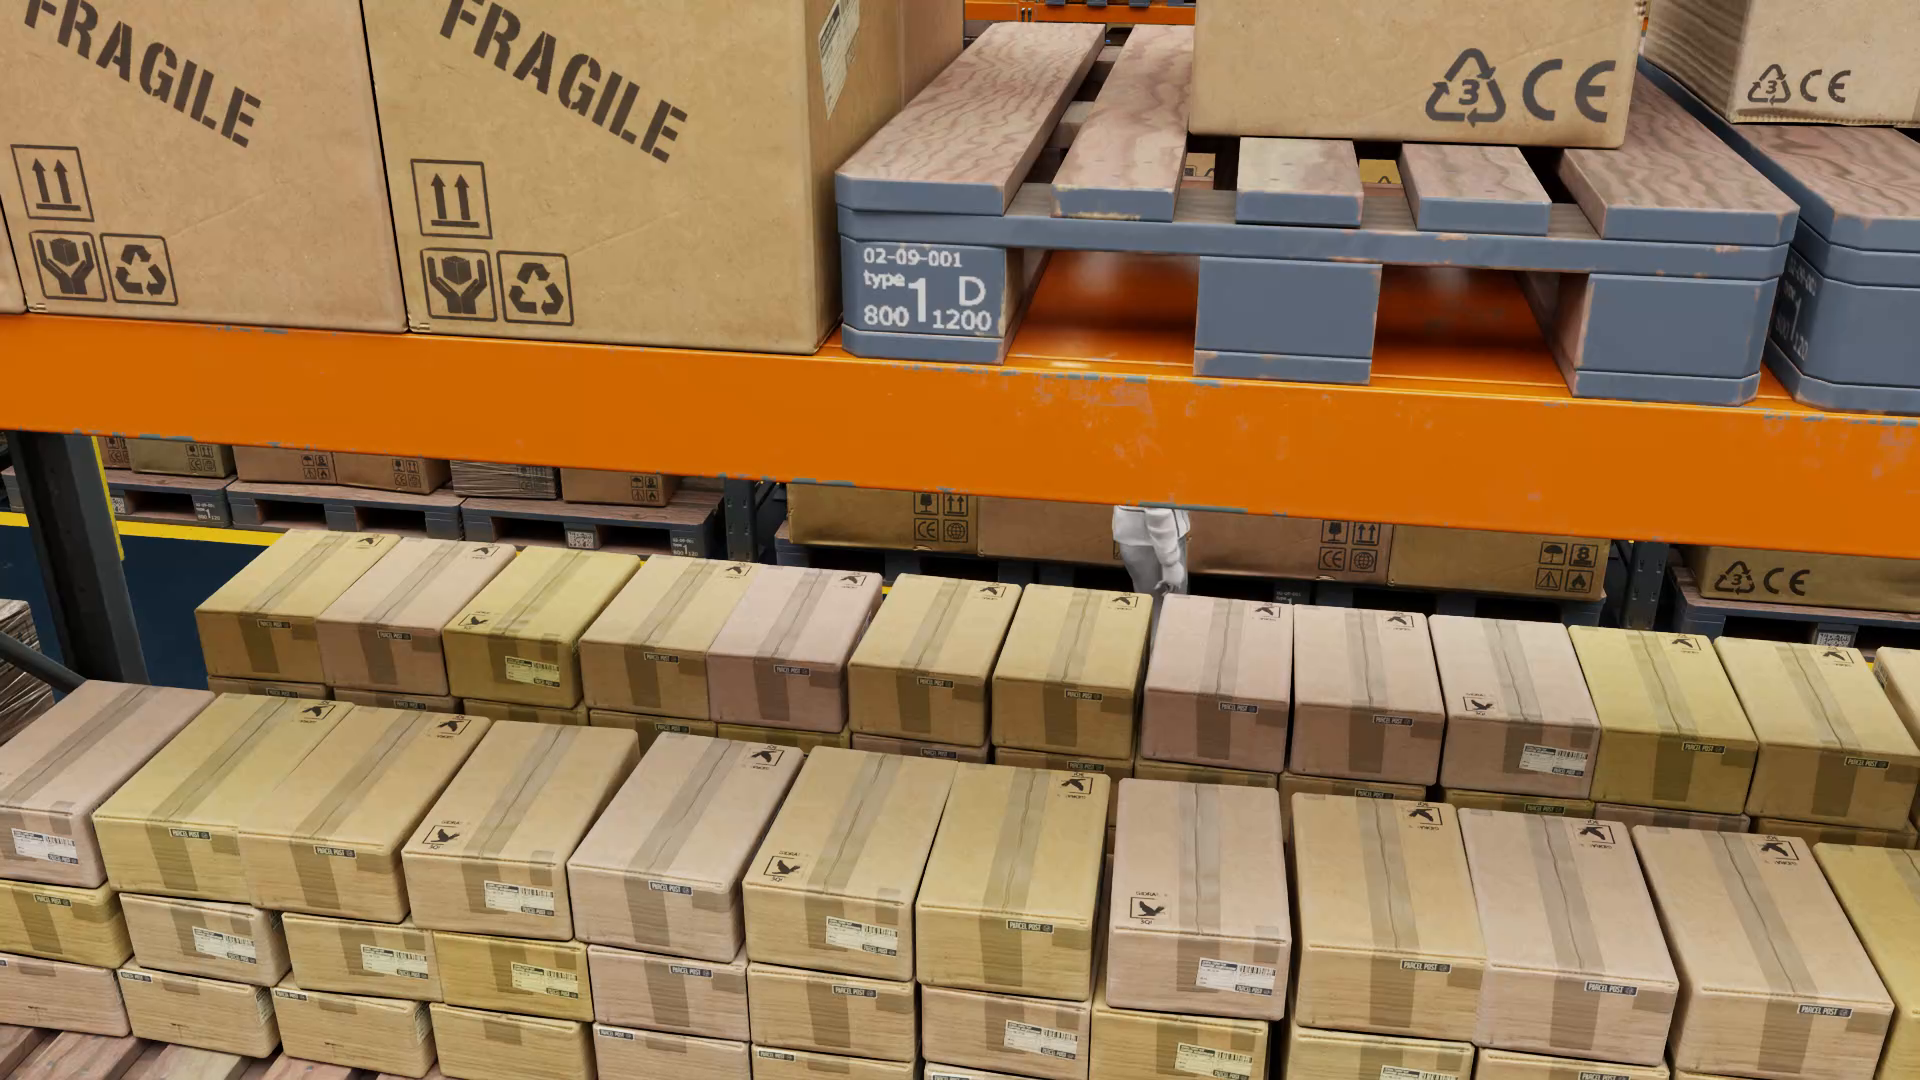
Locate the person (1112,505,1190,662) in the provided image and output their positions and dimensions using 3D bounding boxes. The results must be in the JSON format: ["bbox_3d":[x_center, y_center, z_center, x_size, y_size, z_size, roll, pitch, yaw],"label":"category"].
[{"bbox_3d":[0.744,-0.004,6.112,0.373,1.662,0.541,2,25,4],"label":"person"}]
